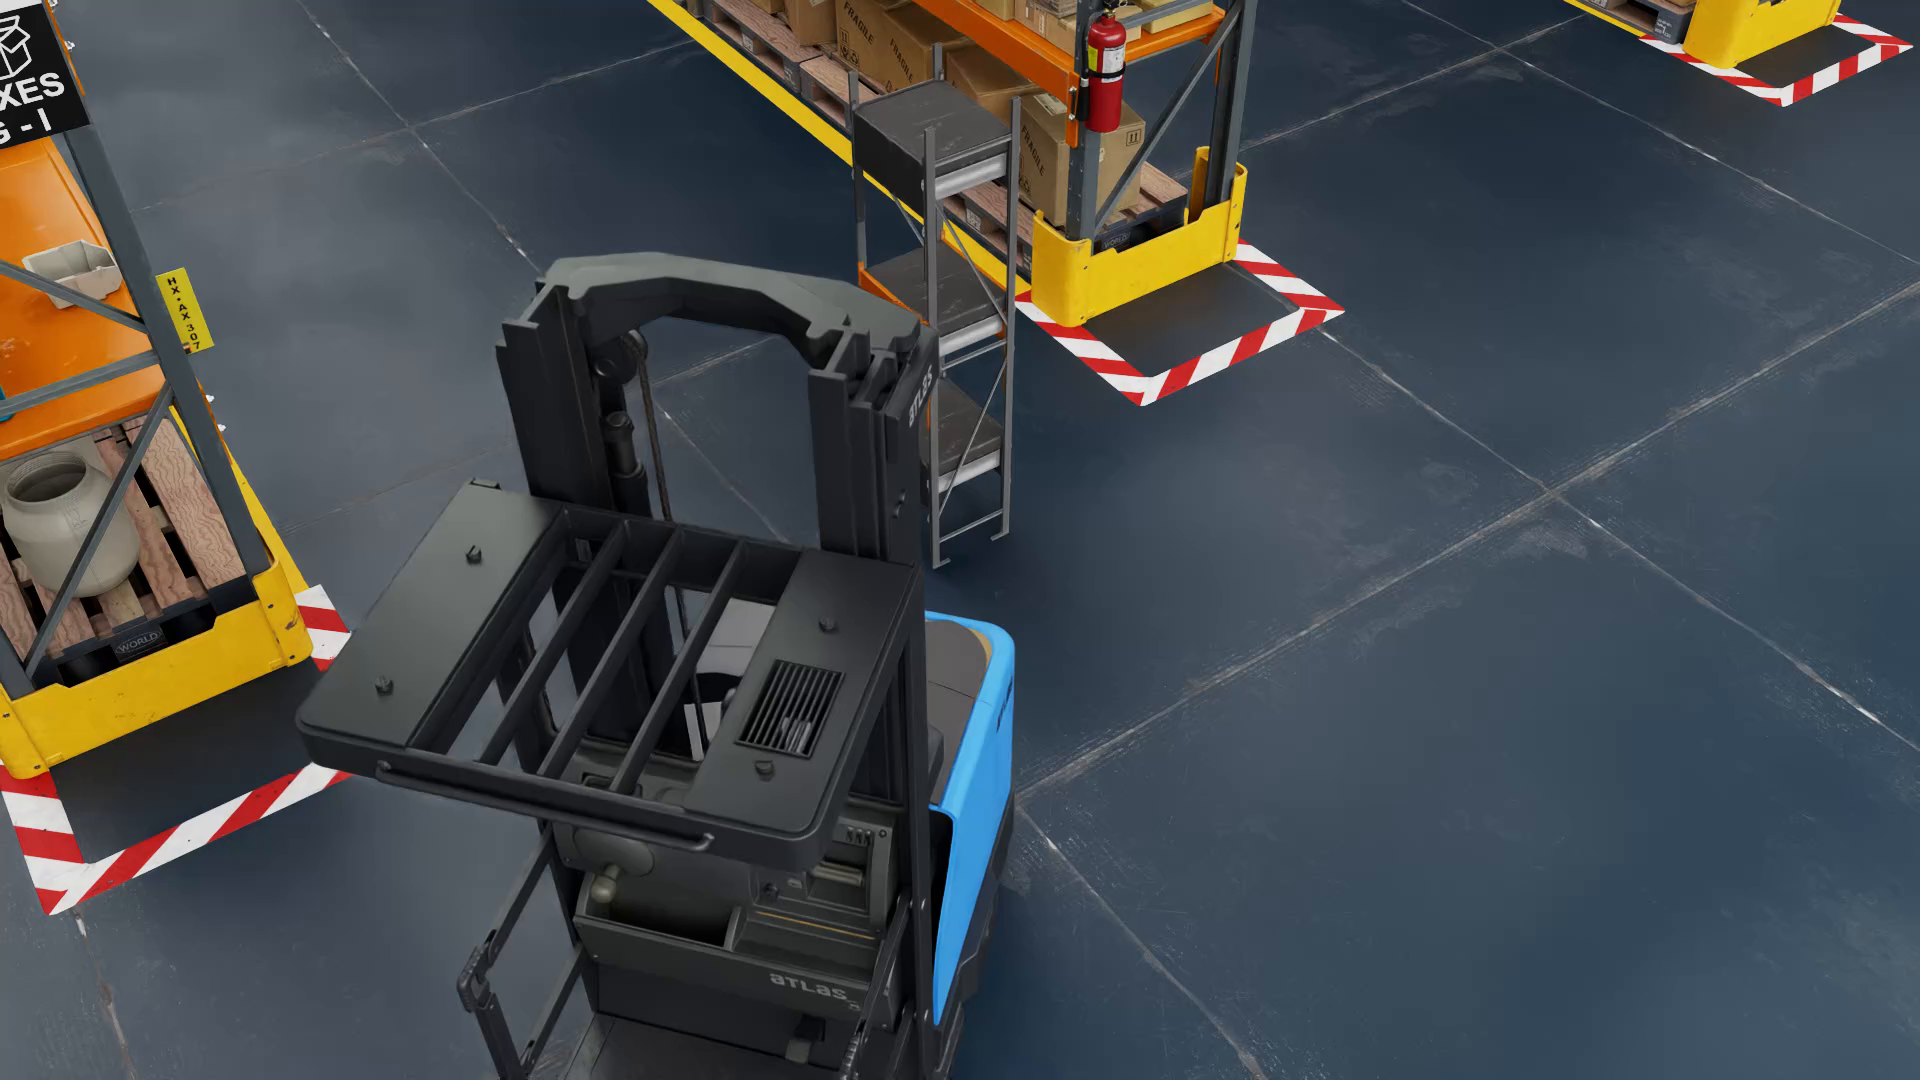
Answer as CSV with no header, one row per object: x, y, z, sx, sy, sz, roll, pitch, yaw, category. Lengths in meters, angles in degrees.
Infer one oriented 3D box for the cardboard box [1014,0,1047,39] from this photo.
0.483,-2.552,7.924,0.380,0.149,0.250,-26,49,-24,cardboard box

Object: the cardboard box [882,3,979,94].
-0.098,-2.716,9.420,0.500,0.500,0.500,-21,48,-21,cardboard box

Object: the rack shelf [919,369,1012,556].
-0.095,-0.337,7.107,0.431,0.518,0.480,-26,49,-24,rack shelf

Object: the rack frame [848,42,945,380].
-0.234,-0.991,6.759,0.400,2.100,0.015,-26,49,-24,rack frame

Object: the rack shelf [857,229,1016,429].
-0.095,-0.843,6.624,0.431,0.518,0.480,-26,49,-24,rack shelf

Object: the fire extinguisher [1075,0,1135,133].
0.646,-2.146,7.373,0.296,0.674,0.183,-26,49,-24,fire extinguisher

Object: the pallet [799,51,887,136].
-0.215,-2.620,9.832,1.003,0.211,1.213,-26,49,-24,pallet

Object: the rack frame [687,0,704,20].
-1.330,-4.686,9.978,1.000,3.000,0.127,-26,49,-24,rack frame

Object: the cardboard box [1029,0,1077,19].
0.666,-2.887,7.805,0.875,0.500,0.500,-26,49,-24,cardboard box

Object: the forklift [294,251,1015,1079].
-0.679,0.897,4.179,1.130,2.935,3.031,10,45,11,forklift

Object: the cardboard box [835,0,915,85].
-0.381,-3.050,9.769,0.500,0.500,0.500,-30,51,-28,cardboard box

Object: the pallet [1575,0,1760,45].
4.563,-3.736,11.002,1.003,0.211,1.213,-26,49,-24,pallet

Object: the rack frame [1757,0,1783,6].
5.084,-4.323,9.597,1.000,3.000,0.127,-26,49,-24,rack frame

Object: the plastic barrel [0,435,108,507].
-3.830,-0.343,6.925,0.421,0.512,0.421,0,44,0,plastic barrel

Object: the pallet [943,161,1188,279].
0.479,-1.929,9.109,1.003,0.211,1.213,-26,49,-24,pallet

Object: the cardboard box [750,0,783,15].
-1.134,-3.692,10.442,0.500,0.500,0.500,-27,50,-26,cardboard box

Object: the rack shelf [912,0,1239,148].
-0.186,-3.293,9.039,1.077,0.370,4.000,-26,49,-24,rack shelf

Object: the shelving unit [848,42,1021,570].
-0.095,-0.853,6.614,0.431,2.100,0.503,-26,49,-24,shelving unit

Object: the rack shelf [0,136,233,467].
-4.248,-1.337,6.990,1.077,0.370,4.000,-26,49,-24,rack shelf

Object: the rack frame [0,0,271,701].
-3.104,-0.464,5.555,1.000,3.000,0.127,-26,49,-24,rack frame

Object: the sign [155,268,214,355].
-2.650,-0.779,5.684,0.100,0.325,0.005,-26,49,-24,sign

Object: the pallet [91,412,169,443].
-4.340,-0.633,7.751,1.003,0.211,1.213,-26,49,-24,pallet

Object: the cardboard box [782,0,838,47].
-0.800,-3.370,10.105,0.500,0.500,0.500,-12,45,-12,cardboard box

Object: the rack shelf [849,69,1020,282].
-0.095,-1.350,6.140,0.431,0.518,0.480,-26,49,-24,rack shelf

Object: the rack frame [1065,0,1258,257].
0.958,-2.421,7.605,1.000,3.000,0.127,-26,49,-24,rack frame

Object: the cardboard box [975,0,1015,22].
0.298,-2.673,8.051,0.380,0.149,0.250,-26,49,-24,cardboard box

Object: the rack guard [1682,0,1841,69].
5.098,-3.405,10.446,1.175,0.500,0.348,-26,49,-24,rack guard

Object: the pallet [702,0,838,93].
-0.917,-3.311,10.557,1.003,0.211,1.213,-26,49,-24,pallet

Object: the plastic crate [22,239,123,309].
-3.352,-1.003,6.310,0.298,0.136,0.250,-26,49,-24,plastic crate

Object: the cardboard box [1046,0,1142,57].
0.626,-2.410,7.775,0.380,0.149,0.250,-26,49,-24,cardboard box

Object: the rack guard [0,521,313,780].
-3.186,0.415,6.444,1.175,0.500,0.348,-26,49,-24,rack guard

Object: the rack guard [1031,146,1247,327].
0.915,-1.560,8.513,1.175,0.500,0.348,-26,49,-24,rack guard

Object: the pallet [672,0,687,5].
-1.777,-4.118,11.402,1.003,0.211,1.213,-26,49,-24,pallet

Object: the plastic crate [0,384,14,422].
-3.636,-0.576,5.779,0.499,0.251,0.616,-26,49,-24,plastic crate

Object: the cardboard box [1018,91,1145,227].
0.615,-2.029,8.700,0.500,0.500,0.500,-17,46,-17,cardboard box

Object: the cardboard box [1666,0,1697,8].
4.642,-4.064,10.561,0.875,0.875,0.875,-25,49,-24,cardboard box

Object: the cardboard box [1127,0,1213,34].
0.991,-2.586,7.959,0.380,0.149,0.250,-26,49,-24,cardboard box

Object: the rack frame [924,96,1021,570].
0.045,-0.715,6.469,0.400,2.100,0.015,-26,49,-24,rack frame

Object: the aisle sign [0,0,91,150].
-2.823,-1.480,4.736,0.394,0.787,0.004,-26,49,-24,aisle sign

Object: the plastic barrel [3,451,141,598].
-3.543,-0.059,6.628,0.421,0.512,0.421,0,44,0,plastic barrel

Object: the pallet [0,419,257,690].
-3.647,0.058,7.028,1.003,0.211,1.213,-26,49,-24,pallet

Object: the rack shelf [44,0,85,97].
-4.248,-2.422,5.954,1.077,0.370,4.000,-26,49,-24,rack shelf

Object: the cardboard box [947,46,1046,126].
0.245,-2.354,9.041,0.500,0.500,0.500,-14,45,-14,cardboard box
